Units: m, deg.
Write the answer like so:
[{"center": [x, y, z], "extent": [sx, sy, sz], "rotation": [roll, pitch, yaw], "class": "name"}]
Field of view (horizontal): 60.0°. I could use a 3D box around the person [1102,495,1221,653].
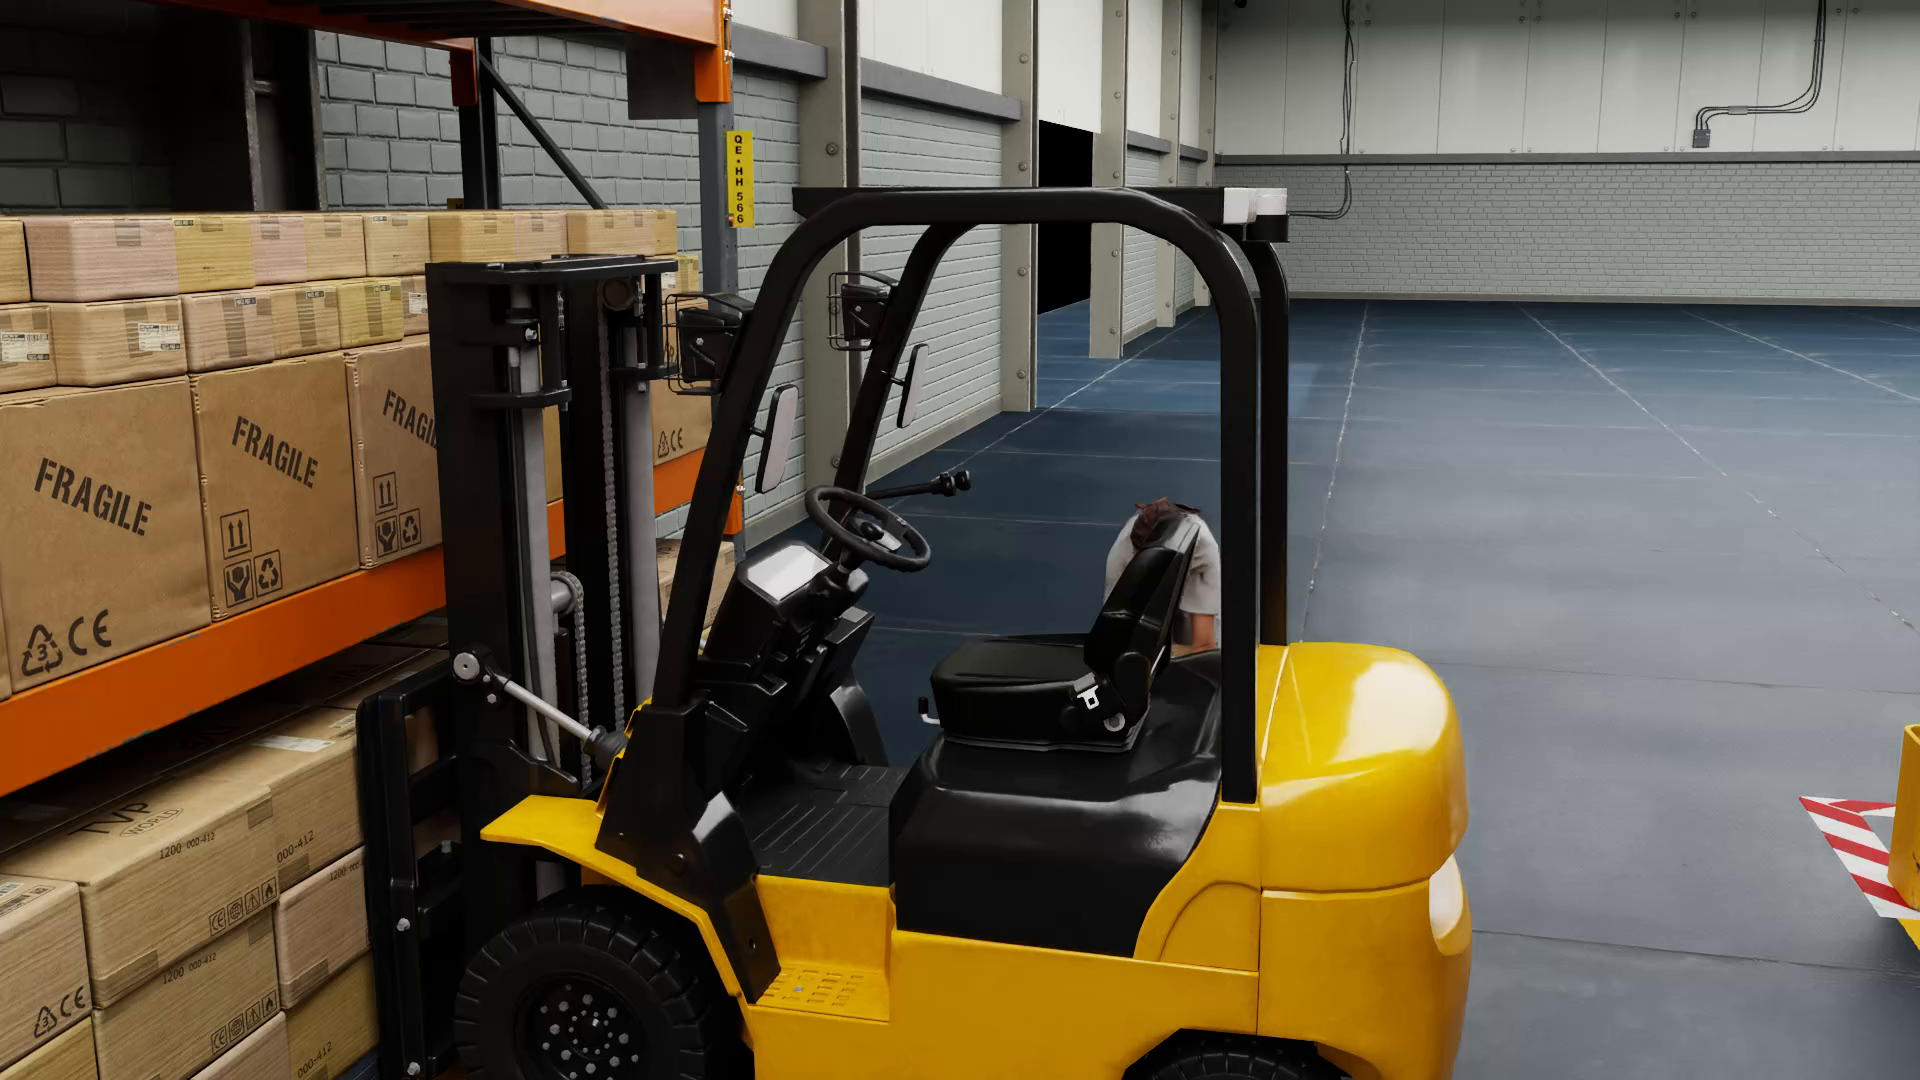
[{"center": [0.686, 0.406, 5.690], "extent": [0.429, 1.188, 0.844], "rotation": [2, 12, 11], "class": "person"}]
